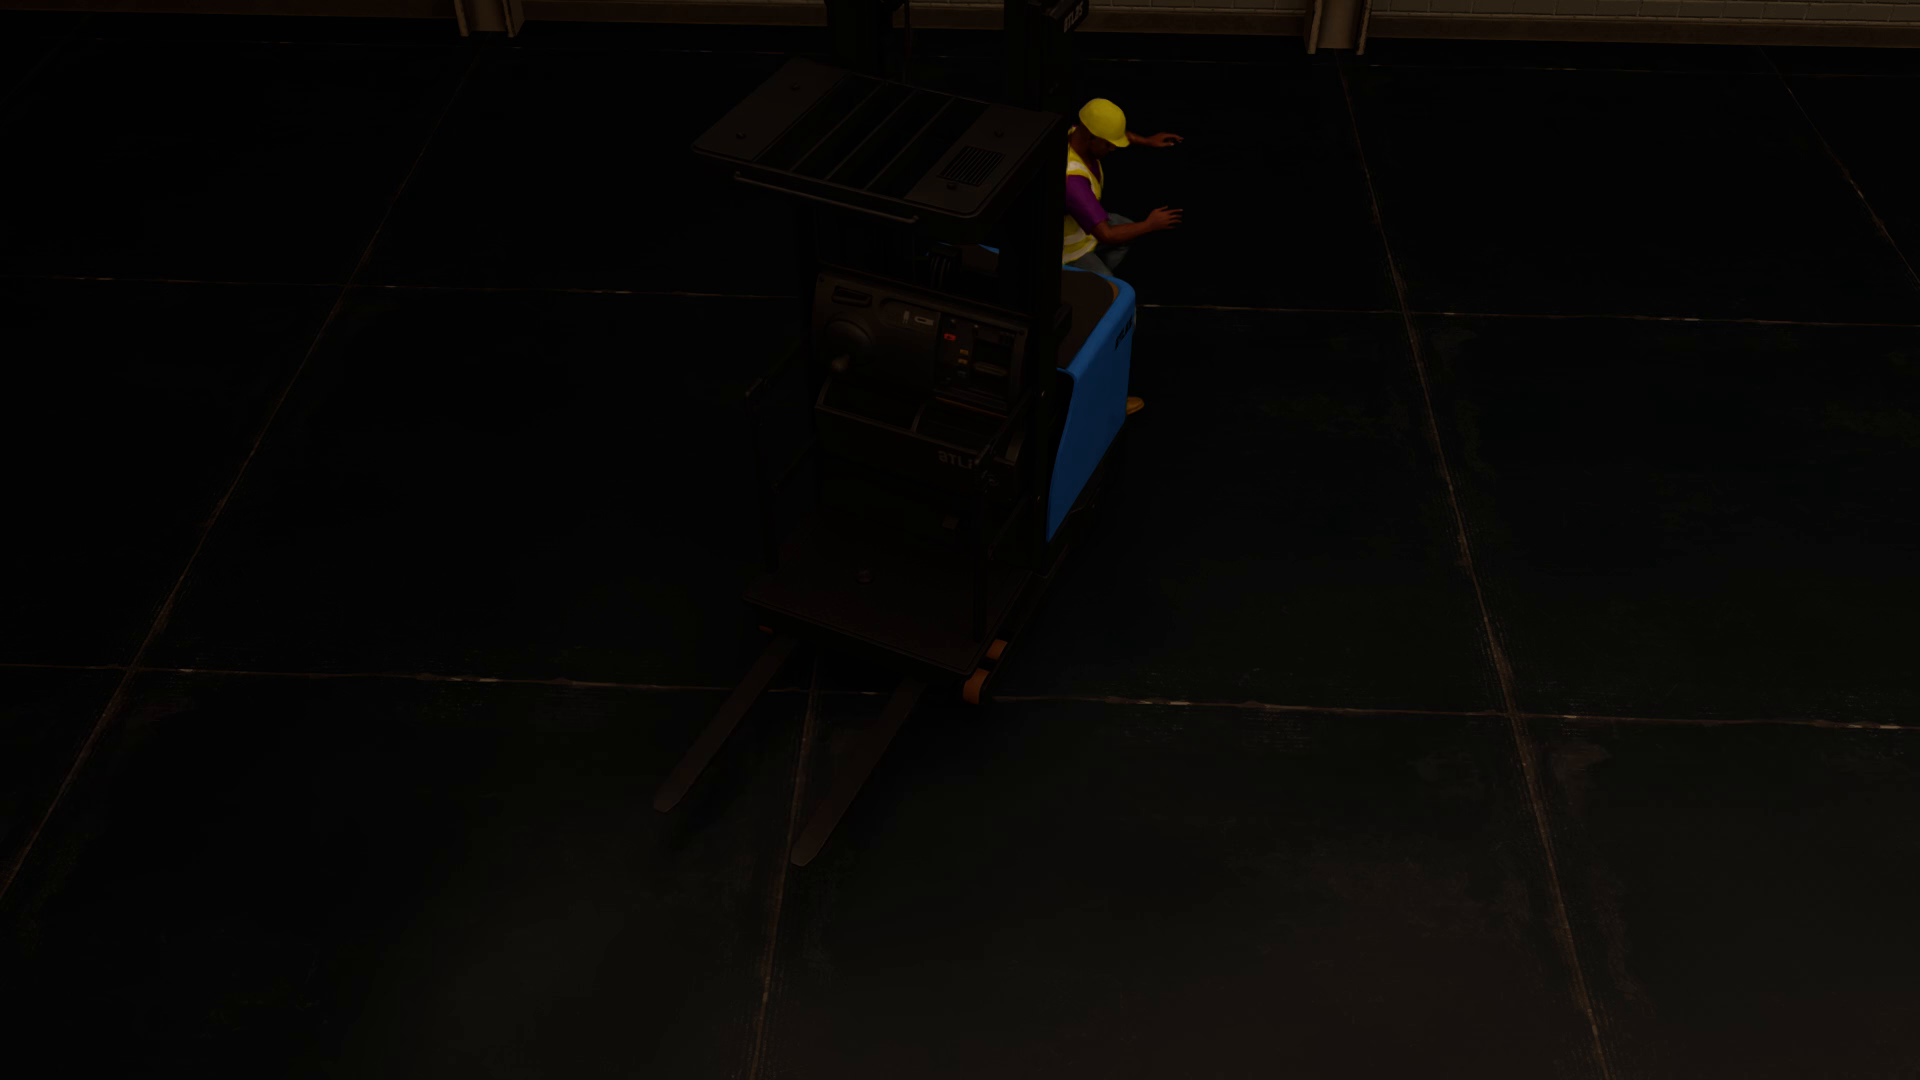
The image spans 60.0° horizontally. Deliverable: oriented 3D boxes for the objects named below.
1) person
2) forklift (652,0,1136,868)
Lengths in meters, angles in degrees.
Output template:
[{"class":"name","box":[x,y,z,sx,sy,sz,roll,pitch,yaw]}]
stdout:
[{"class":"person","box":[0.755,-1.565,8.506,0.744,1.524,1.061,6,43,7]},{"class":"forklift","box":[-0.257,-0.709,6.519,1.130,2.935,3.031,17,45,18]}]
